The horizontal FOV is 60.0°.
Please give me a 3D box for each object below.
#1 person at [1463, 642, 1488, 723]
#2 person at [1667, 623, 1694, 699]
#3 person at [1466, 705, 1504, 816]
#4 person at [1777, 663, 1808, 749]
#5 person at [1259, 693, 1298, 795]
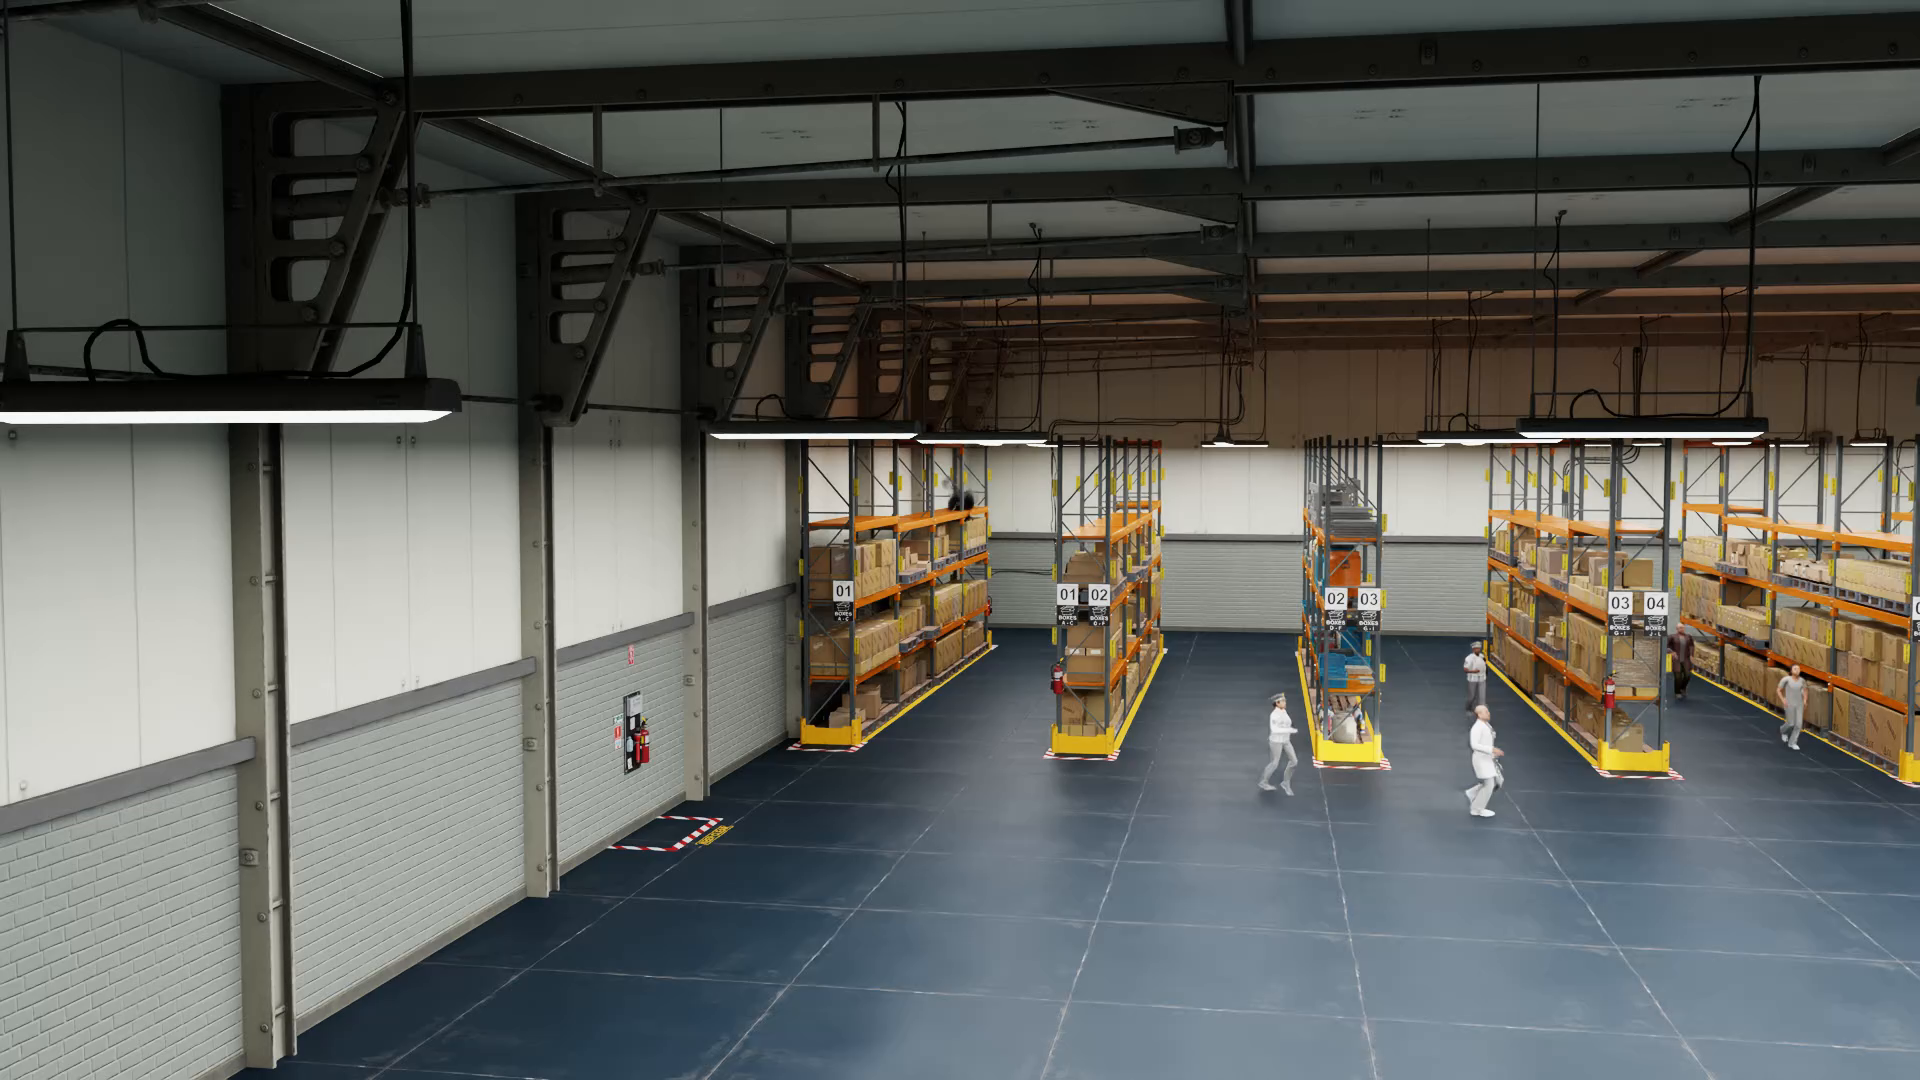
[{"bbox_3d":[10.818,2.970,34.845,0.576,1.706,0.921,0,3,-5],"label":"person"},{"bbox_3d":[16.553,2.783,38.216,0.716,1.744,0.618,0,3,9],"label":"person"},{"bbox_3d":[8.210,3.445,25.960,0.653,1.727,0.703,2,4,33],"label":"person"},{"bbox_3d":[16.023,3.181,32.010,0.574,1.636,0.589,0,3,5],"label":"person"},{"bbox_3d":[5.321,3.392,27.614,0.704,1.740,0.590,3,4,41],"label":"person"}]
